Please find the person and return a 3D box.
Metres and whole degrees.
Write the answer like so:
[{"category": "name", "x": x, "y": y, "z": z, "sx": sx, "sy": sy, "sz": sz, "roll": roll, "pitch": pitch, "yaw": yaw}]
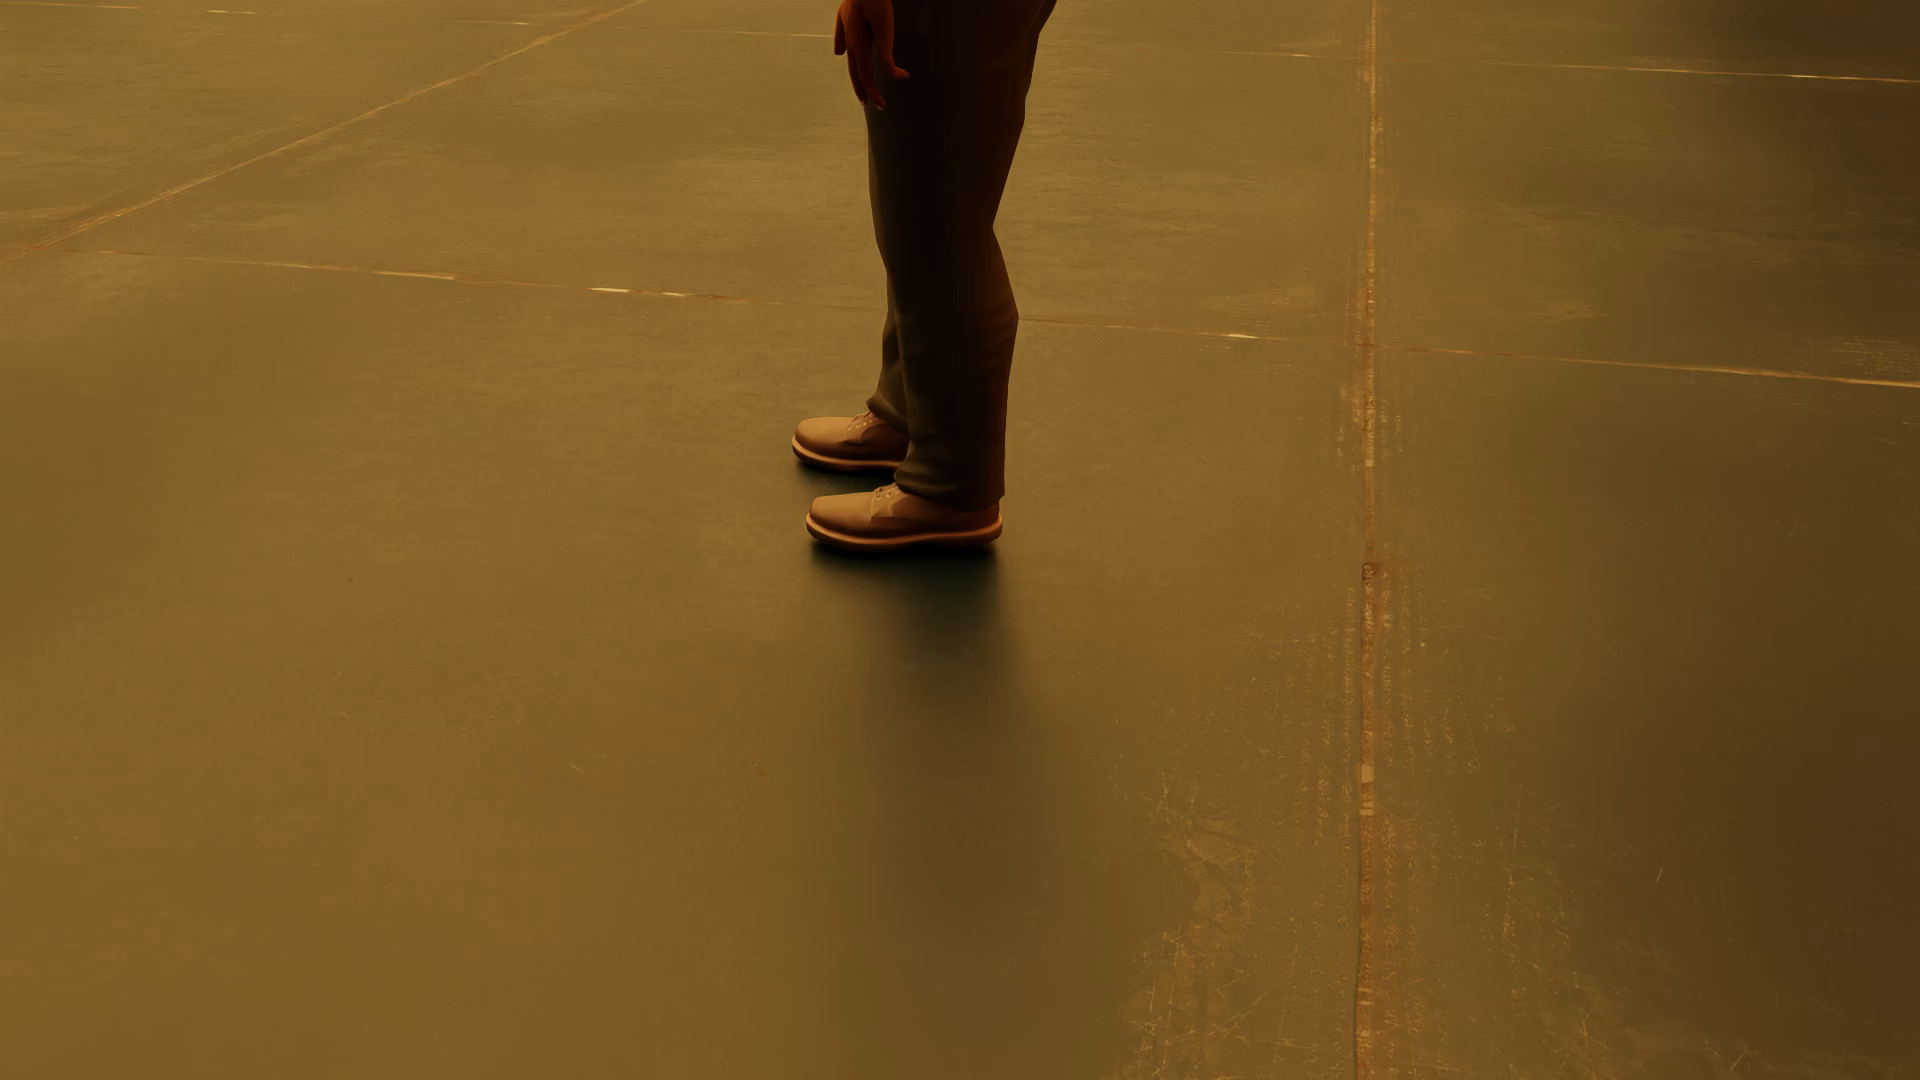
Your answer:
[{"category": "person", "x": -0.081, "y": -0.762, "z": 2.159, "sx": 0.504, "sy": 1.654, "sz": 0.569, "roll": 6, "pitch": 27, "yaw": 11}]
